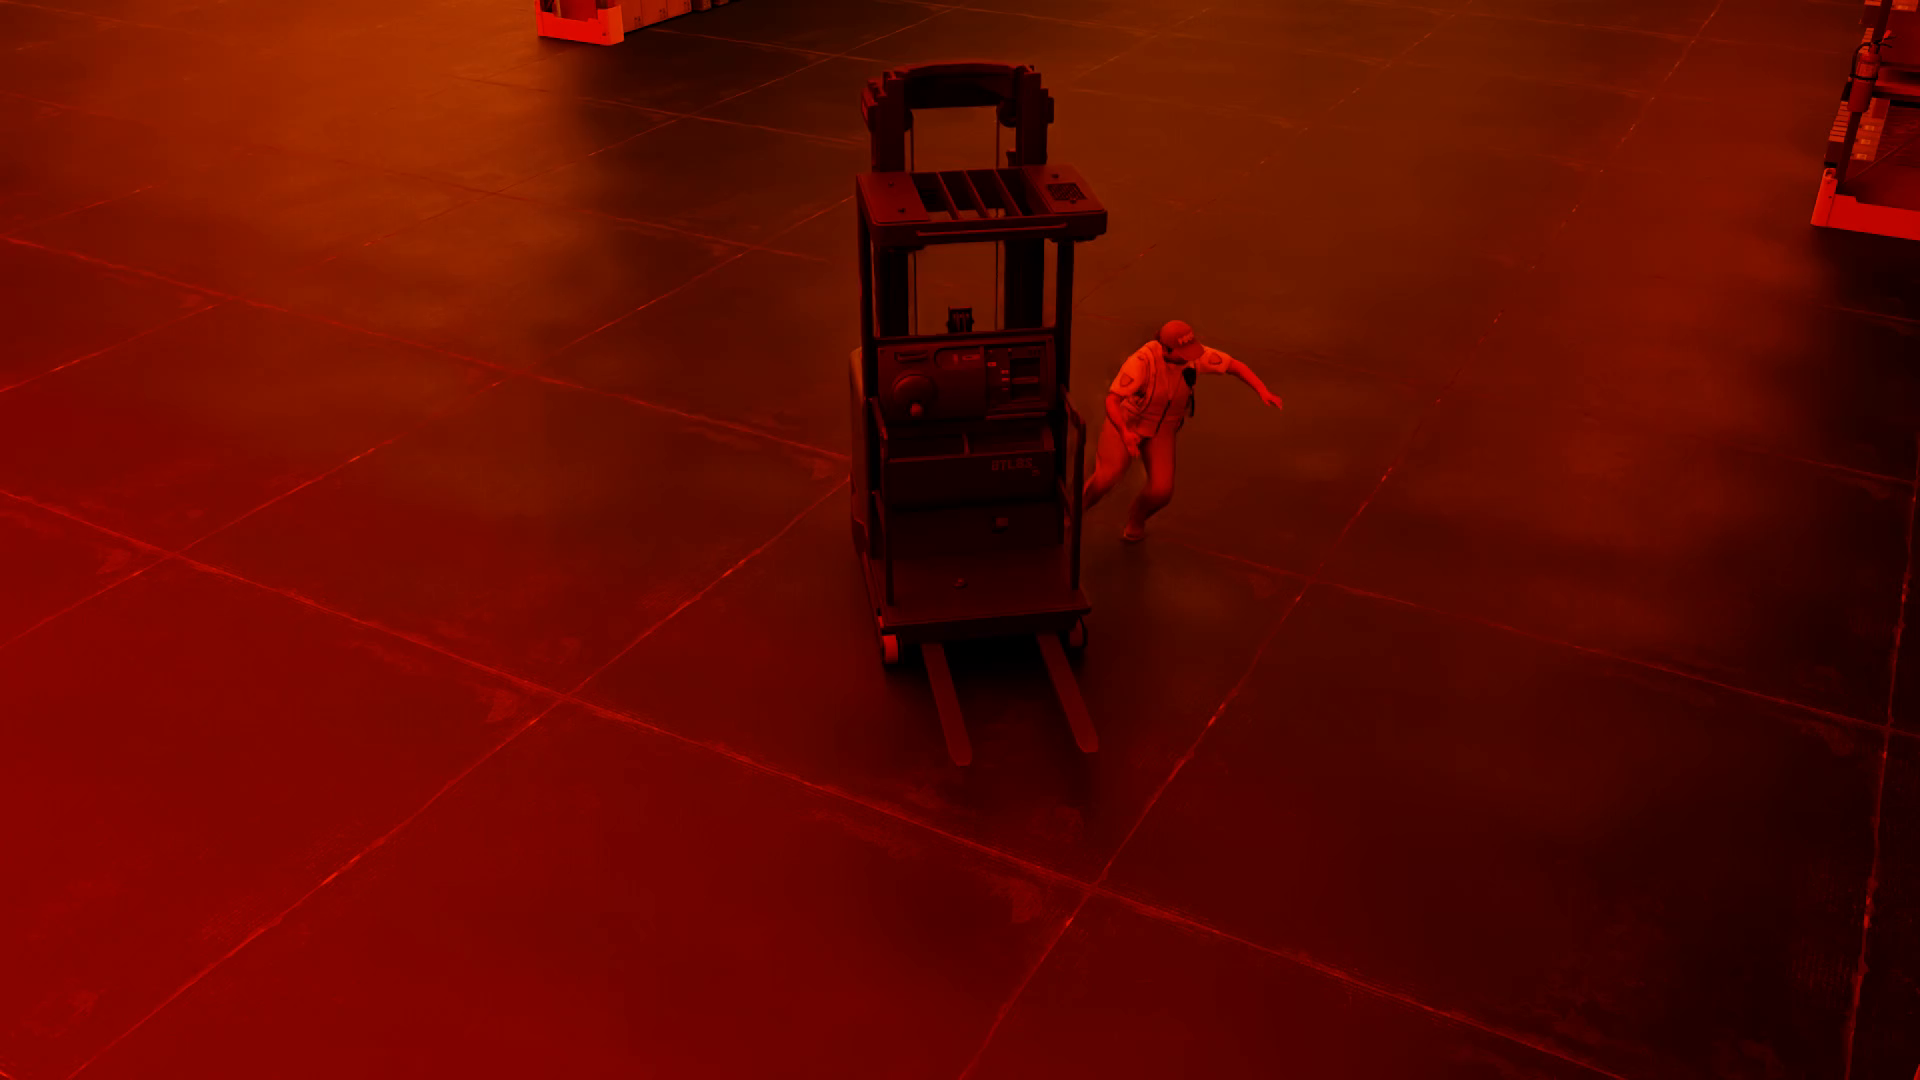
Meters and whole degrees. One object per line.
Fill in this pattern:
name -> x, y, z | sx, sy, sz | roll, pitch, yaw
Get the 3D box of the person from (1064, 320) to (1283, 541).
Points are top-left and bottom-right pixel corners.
person -> 1.055, -0.587, 9.594 | 1.358, 1.423, 0.826 | -9, 31, -15

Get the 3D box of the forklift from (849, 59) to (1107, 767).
forklift -> 0.075, -0.797, 8.451 | 1.130, 2.935, 3.031 | -5, 30, -8
